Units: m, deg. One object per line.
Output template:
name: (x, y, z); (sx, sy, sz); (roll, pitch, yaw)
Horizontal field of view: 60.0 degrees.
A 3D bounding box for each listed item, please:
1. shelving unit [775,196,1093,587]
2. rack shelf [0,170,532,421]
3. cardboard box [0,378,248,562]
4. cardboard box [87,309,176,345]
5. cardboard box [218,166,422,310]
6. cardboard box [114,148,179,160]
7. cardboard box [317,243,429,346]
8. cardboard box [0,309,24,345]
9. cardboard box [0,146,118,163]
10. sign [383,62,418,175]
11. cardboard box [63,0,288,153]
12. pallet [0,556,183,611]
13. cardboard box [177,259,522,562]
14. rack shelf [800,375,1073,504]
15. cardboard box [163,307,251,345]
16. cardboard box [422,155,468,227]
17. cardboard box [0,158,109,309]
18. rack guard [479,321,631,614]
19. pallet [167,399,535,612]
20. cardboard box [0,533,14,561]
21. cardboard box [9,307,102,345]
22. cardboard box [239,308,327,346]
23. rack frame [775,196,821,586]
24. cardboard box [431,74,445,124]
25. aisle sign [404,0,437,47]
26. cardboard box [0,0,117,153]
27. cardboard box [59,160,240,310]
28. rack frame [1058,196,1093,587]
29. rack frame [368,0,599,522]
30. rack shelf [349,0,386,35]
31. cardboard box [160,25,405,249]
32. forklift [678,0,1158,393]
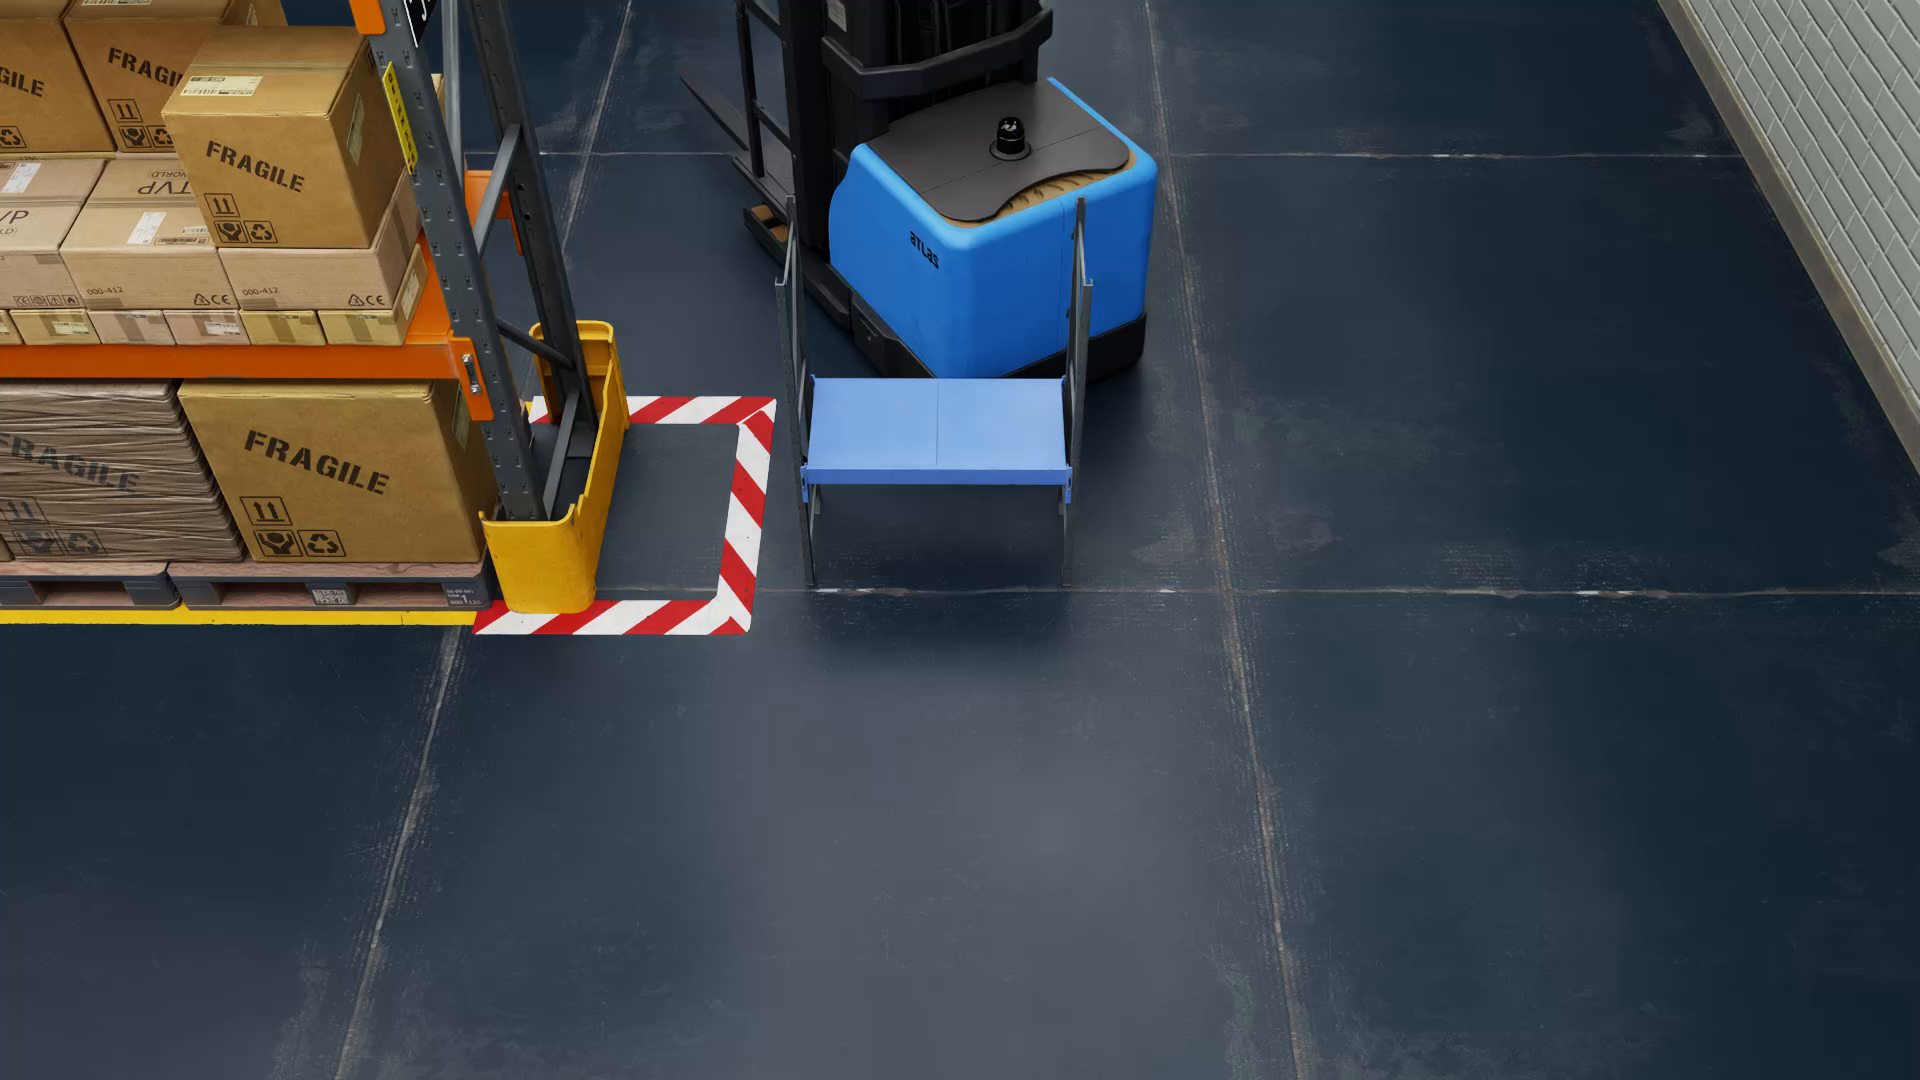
shelving unit: (-0.085, -0.511, 6.201); (1.048, 1.500, 0.538); (0, 47, 0)
rack shelf: (-3.632, -0.924, 6.053); (4.000, 0.370, 1.077); (0, 47, 0)
cardboard box: (-3.182, -0.529, 6.358); (0.875, 0.875, 0.875); (0, 47, 0)
cardboard box: (-2.751, -0.841, 5.655); (0.250, 0.149, 0.380); (1, 47, 1)
cardboard box: (-2.118, -1.021, 5.551); (0.500, 0.250, 0.500); (-1, 47, 0)
cardboard box: (-2.631, -1.410, 5.912); (0.500, 0.250, 0.500); (0, 47, 0)
cardboard box: (-1.989, -0.838, 5.653); (0.250, 0.149, 0.380); (1, 47, 1)
cardboard box: (-3.270, -0.840, 5.655); (0.250, 0.149, 0.380); (0, 47, 0)
cardboard box: (-3.133, -1.414, 5.916); (0.500, 0.250, 0.500); (-1, 47, -1)
sign: (-1.648, -1.242, 4.904); (0.005, 0.325, 0.100); (0, 47, 0)
cardboard box: (-2.611, -1.670, 5.642); (0.500, 0.500, 0.500); (-1, 47, -1)
pallet: (-3.649, -0.164, 6.759); (1.213, 0.211, 1.003); (0, 47, 0)
cardboard box: (-2.272, -0.526, 6.355); (0.875, 0.875, 0.875); (0, 47, 0)
rack shelf: (-0.085, -0.389, 6.333); (1.000, 0.185, 0.538); (0, 47, 0)
cardboard box: (-2.502, -0.839, 5.654); (0.250, 0.149, 0.380); (0, 47, 0)
cardboard box: (-1.986, -1.321, 6.102); (0.250, 0.149, 0.380); (1, 47, 1)
cardboard box: (-3.134, -1.024, 5.553); (0.500, 0.250, 0.500); (-1, 47, -1)
rack guard: (-1.608, -0.312, 6.699); (0.348, 0.500, 1.175); (0, 47, 0)
pallet: (-2.432, -0.159, 6.754); (1.213, 0.211, 1.003); (0, 47, 0)
cardboard box: (-4.072, -0.531, 6.360); (0.875, 0.875, 0.875); (0, 47, 0)
cardboard box: (-3.011, -0.840, 5.654); (0.250, 0.149, 0.380); (-1, 47, -1)
cardboard box: (-2.249, -0.838, 5.652); (0.250, 0.149, 0.380); (1, 47, 1)
rack frame: (-0.594, -0.513, 6.203); (0.032, 1.500, 0.500); (0, 47, 0)
cardboard box: (-2.111, -1.413, 5.915); (0.500, 0.250, 0.500); (-1, 47, -1)
aisle sign: (-1.561, -1.830, 4.628); (0.004, 0.787, 0.394); (0, 47, 0)
cardboard box: (-3.129, -1.667, 5.639); (0.500, 0.500, 0.500); (-1, 47, -1)
cardboard box: (-2.625, -1.023, 5.552); (0.500, 0.250, 0.500); (-1, 47, -1)
rack frame: (0.423, -0.510, 6.200); (0.032, 1.500, 0.500); (0, 47, 0)
rack frame: (-1.632, -1.164, 5.784); (0.127, 3.000, 1.000); (0, 47, 0)
rack shelf: (-3.632, -1.946, 4.955); (4.000, 0.370, 1.077); (0, 47, 0)
cardboard box: (-2.120, -1.279, 5.278); (0.500, 0.500, 0.500); (1, 47, 1)
forklift: (-0.392, -2.511, 7.085); (1.130, 2.935, 3.031); (-25, 52, -21)
